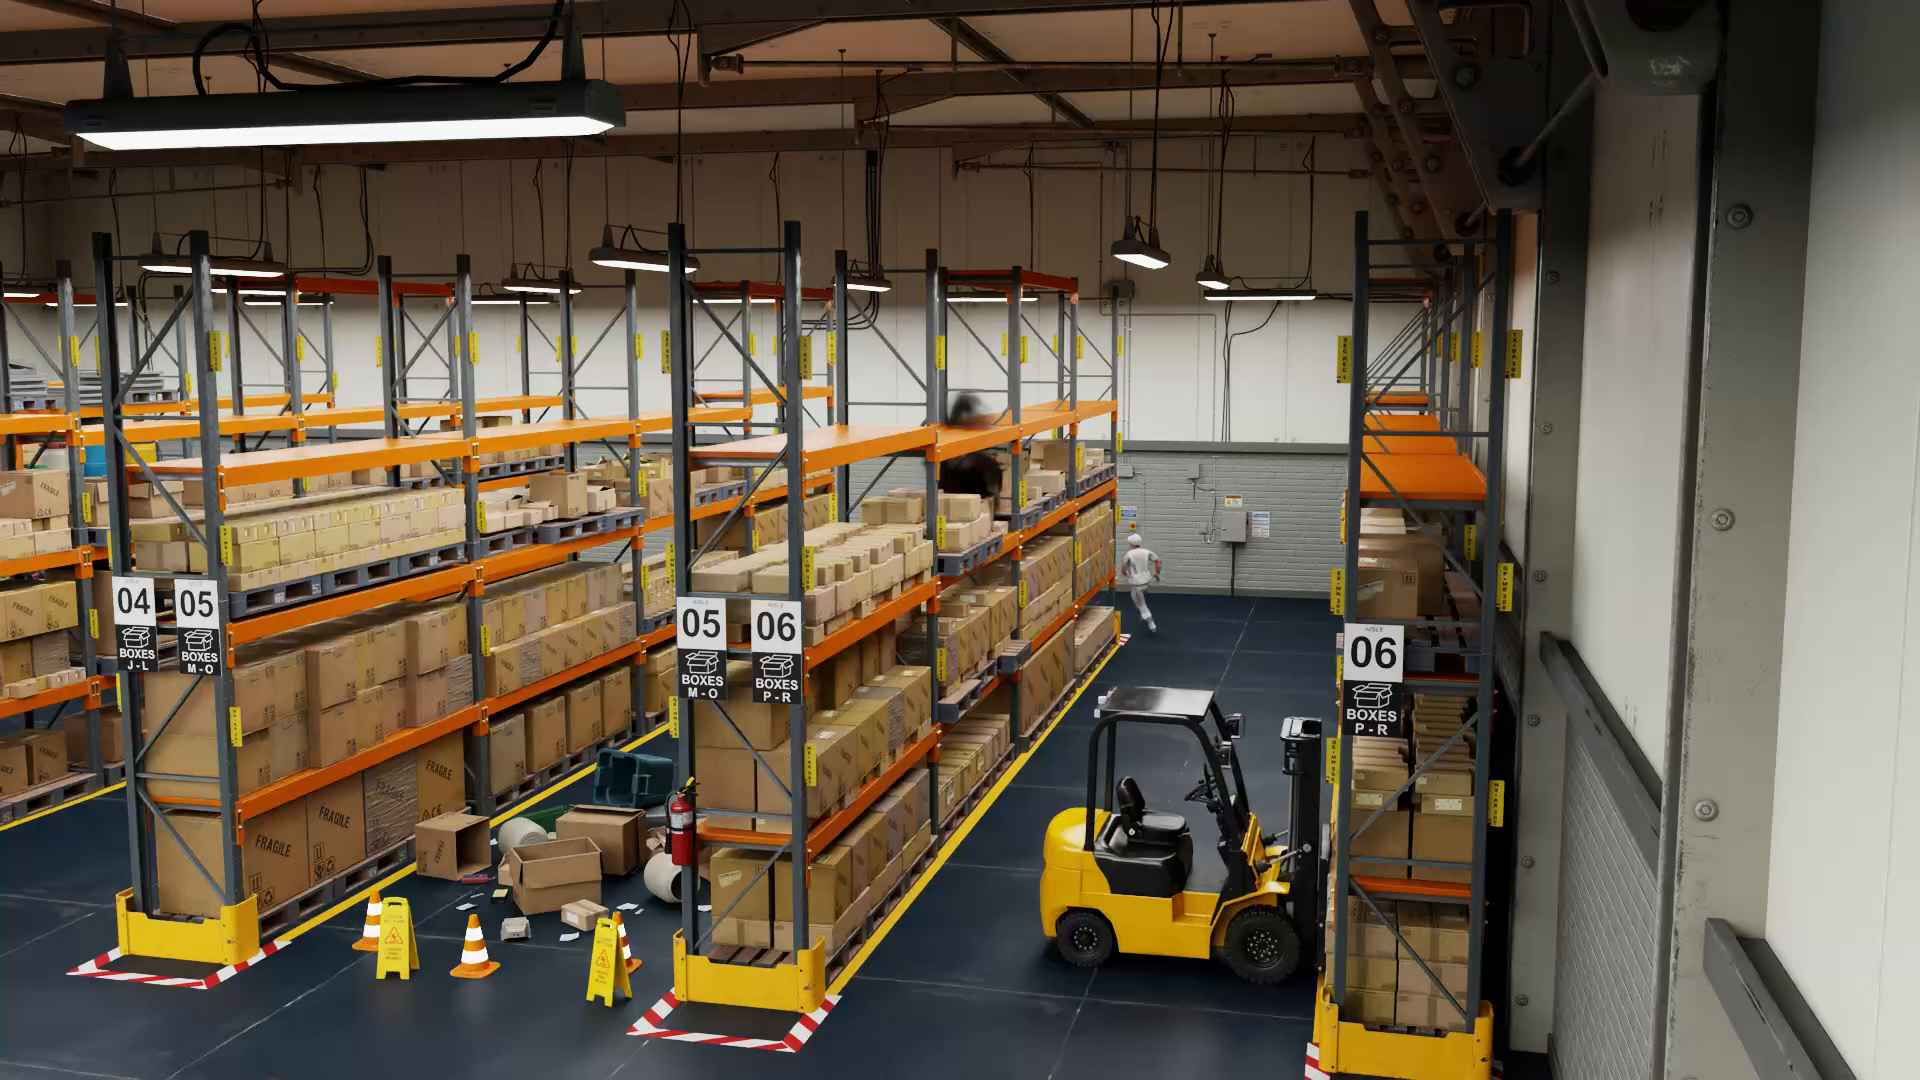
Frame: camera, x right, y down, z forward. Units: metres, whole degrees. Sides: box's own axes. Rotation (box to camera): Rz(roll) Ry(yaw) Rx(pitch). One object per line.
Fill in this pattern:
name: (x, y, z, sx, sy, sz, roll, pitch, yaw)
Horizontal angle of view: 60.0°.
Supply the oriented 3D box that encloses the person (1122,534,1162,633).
person: (3.111, 0.738, 29.104, 0.689, 1.721, 0.672, -4, 8, -29)
